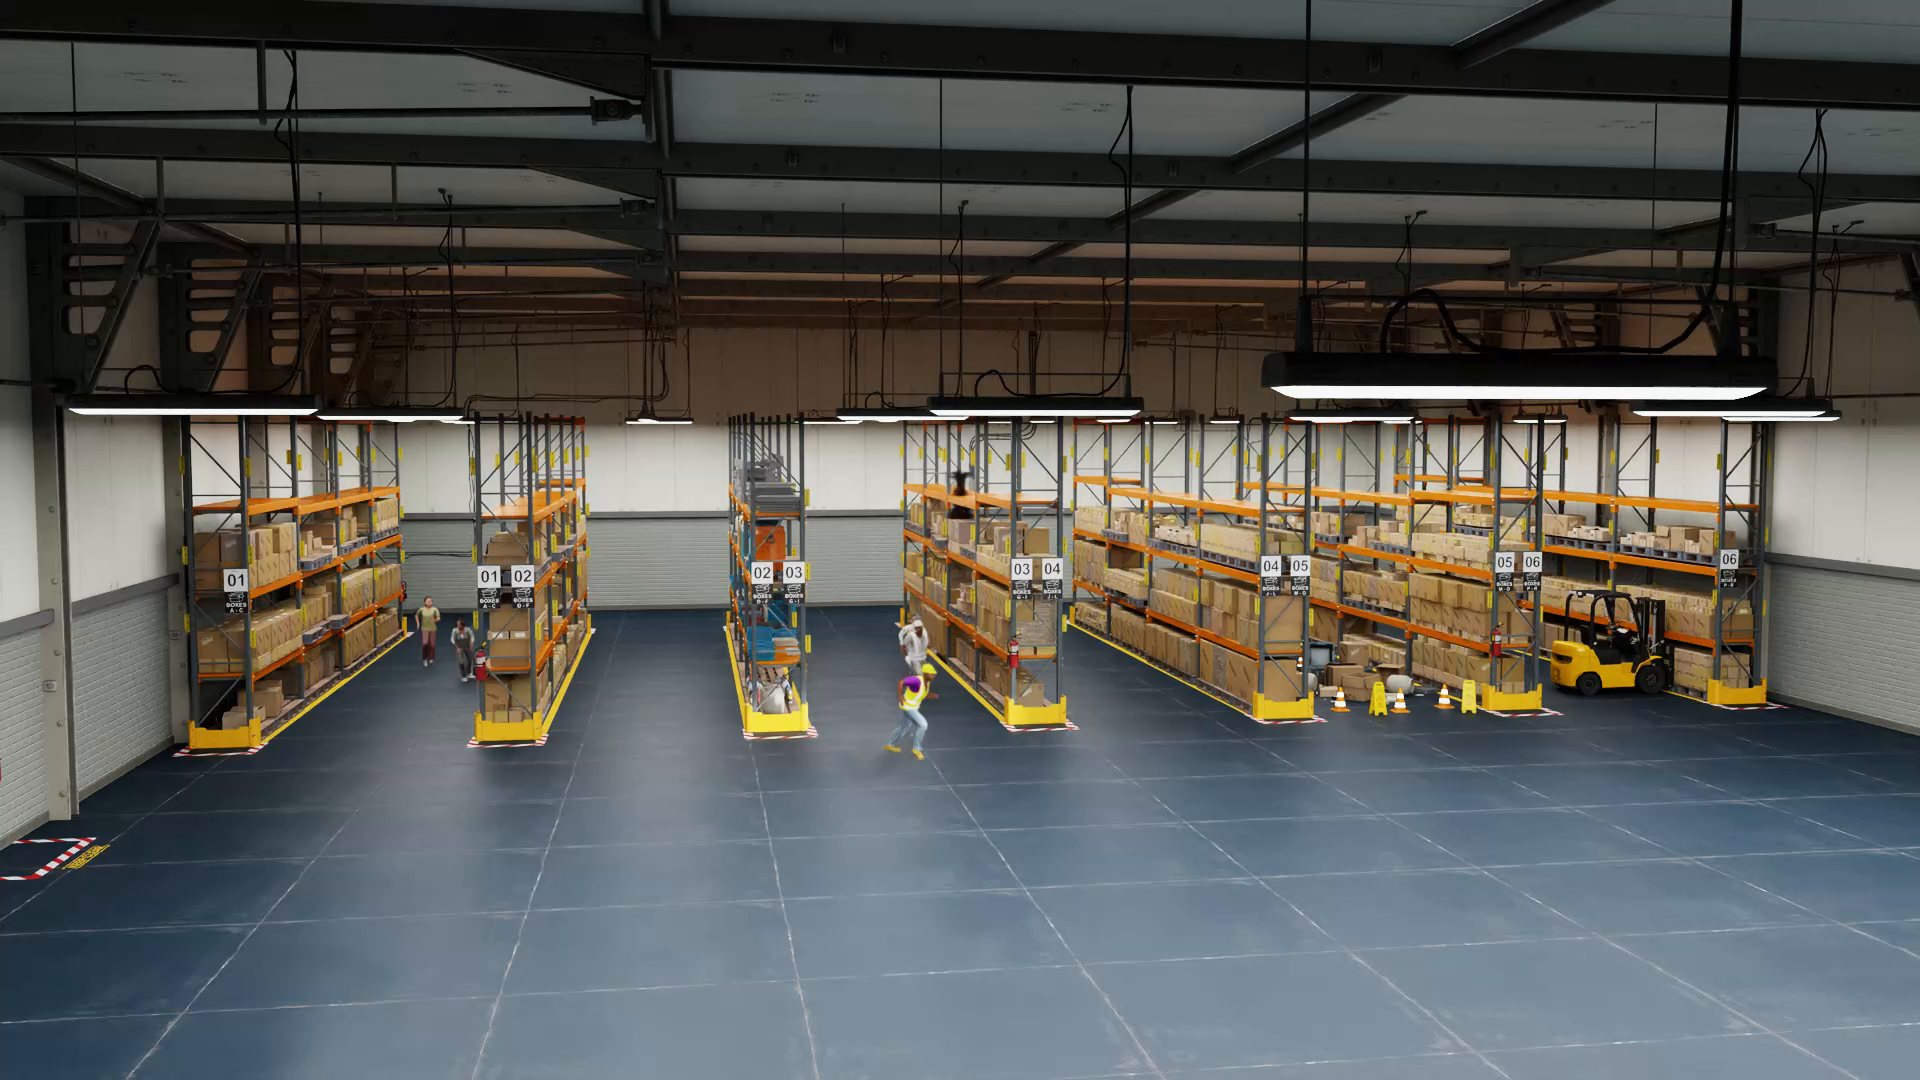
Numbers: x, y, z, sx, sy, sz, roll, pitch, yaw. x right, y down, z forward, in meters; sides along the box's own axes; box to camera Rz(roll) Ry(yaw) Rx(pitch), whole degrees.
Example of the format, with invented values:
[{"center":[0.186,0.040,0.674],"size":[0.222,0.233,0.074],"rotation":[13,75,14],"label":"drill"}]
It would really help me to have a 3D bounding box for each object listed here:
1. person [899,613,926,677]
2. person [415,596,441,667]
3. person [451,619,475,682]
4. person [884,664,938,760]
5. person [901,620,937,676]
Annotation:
[{"center":[-0.999,2.411,36.534],"size":[0.662,1.649,0.514],"rotation":[-1,4,-11],"label":"person"},{"center":[-12.705,2.197,39.739],"size":[0.571,1.668,0.688],"rotation":[-1,4,-20],"label":"person"},{"center":[-11.158,2.459,37.350],"size":[0.537,1.449,0.795],"rotation":[-2,4,-25],"label":"person"},{"center":[-0.866,2.972,28.725],"size":[1.011,1.699,0.746],"rotation":[2,4,22],"label":"person"},{"center":[-0.848,2.518,34.946],"size":[0.768,1.718,0.695],"rotation":[4,5,44],"label":"person"}]
